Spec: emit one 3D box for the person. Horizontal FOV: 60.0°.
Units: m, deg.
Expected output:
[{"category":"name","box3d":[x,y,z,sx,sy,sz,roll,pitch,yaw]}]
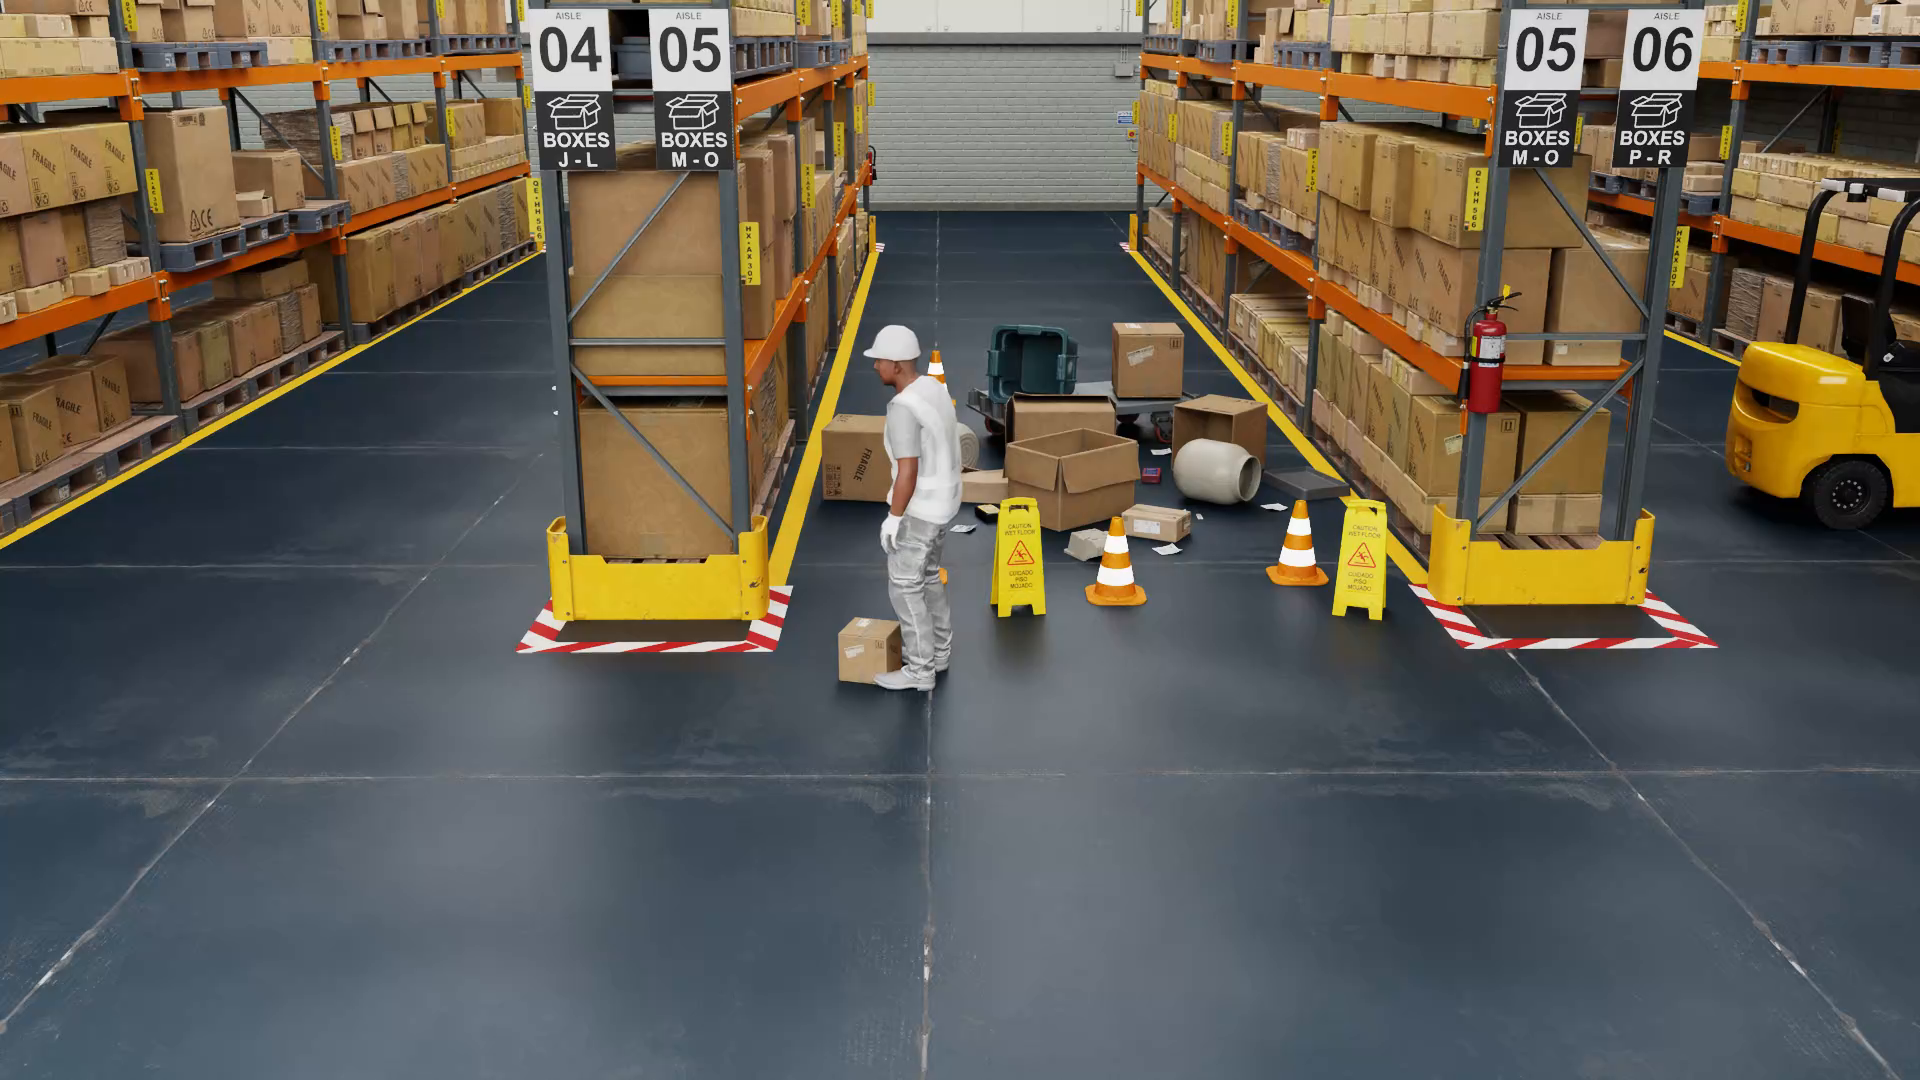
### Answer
[{"category":"person","box3d":[-0.226,-0.155,8.036,0.453,1.774,0.628,5,18,16]}]
